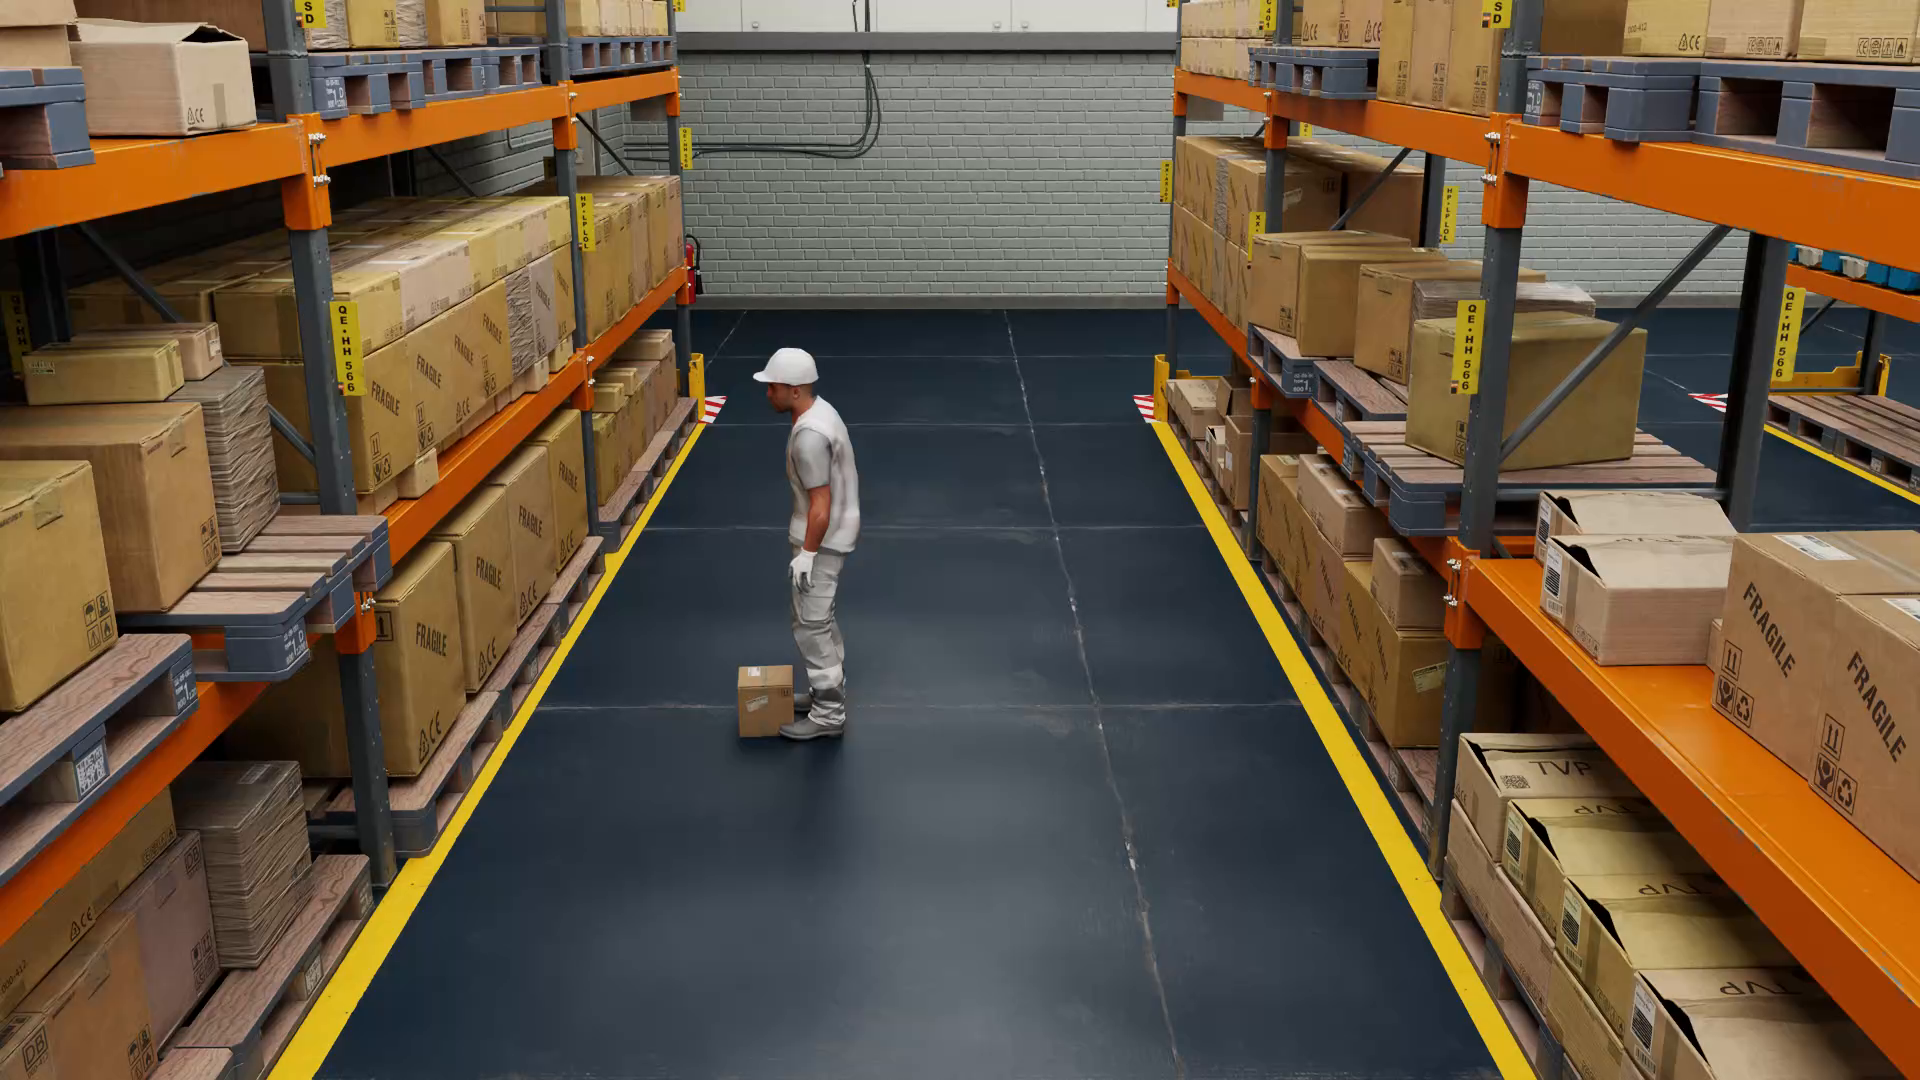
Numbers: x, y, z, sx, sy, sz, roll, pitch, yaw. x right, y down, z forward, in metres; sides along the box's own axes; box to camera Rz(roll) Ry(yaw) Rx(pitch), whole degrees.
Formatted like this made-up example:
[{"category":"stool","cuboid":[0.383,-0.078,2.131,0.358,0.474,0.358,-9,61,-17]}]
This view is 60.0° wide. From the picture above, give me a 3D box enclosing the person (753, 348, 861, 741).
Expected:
[{"category":"person","cuboid":[-0.672,0.014,7.471,0.456,1.778,0.614,0,17,-1]}]
